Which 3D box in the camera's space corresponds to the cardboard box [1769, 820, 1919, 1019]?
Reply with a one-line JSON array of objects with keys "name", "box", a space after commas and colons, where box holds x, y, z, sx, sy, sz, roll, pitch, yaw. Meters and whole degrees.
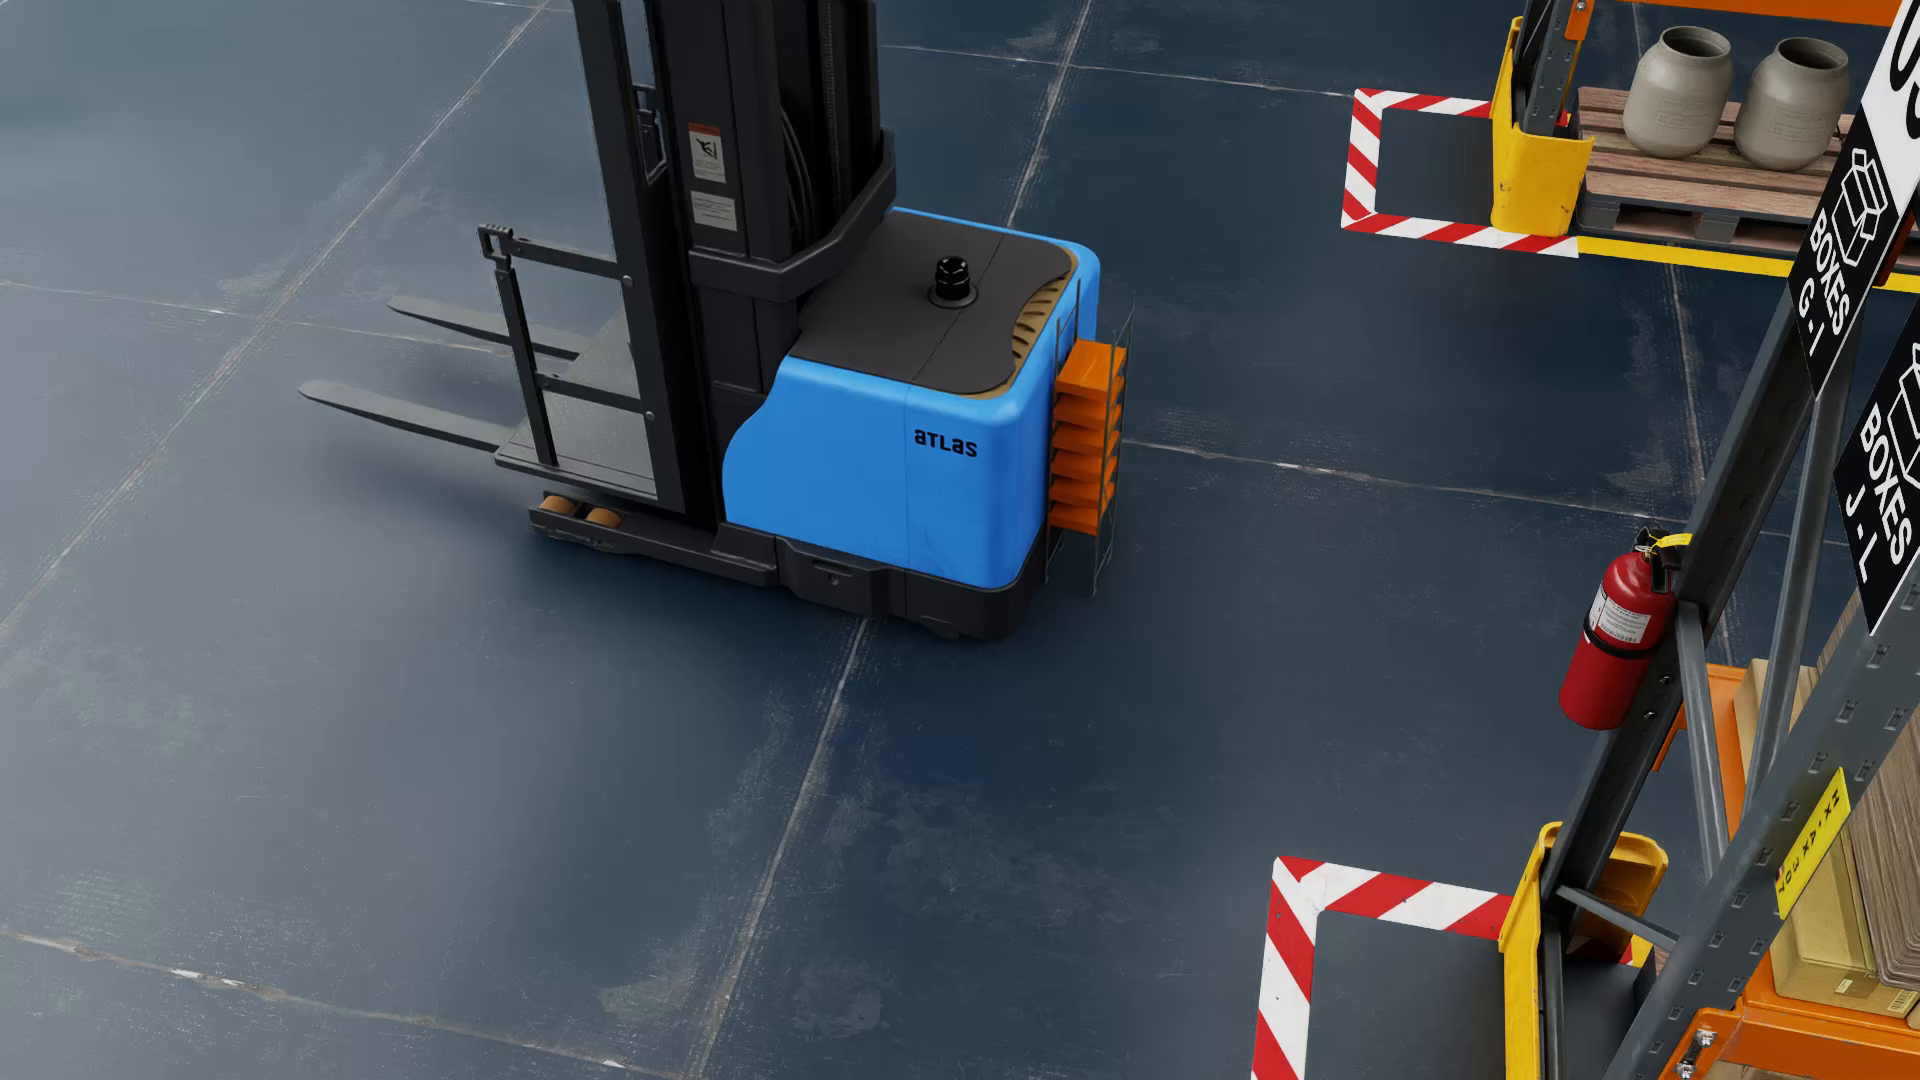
[{"name": "cardboard box", "box": [1.832, 0.772, 3.466, 0.250, 0.149, 0.380, 9, 45, 9]}]

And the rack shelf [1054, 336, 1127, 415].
[{"name": "rack shelf", "box": [0.435, -0.546, 5.497, 0.180, 0.103, 0.258, 14, 46, 14]}]

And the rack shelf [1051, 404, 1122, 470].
[{"name": "rack shelf", "box": [0.435, -0.373, 5.663, 0.180, 0.103, 0.258, 14, 46, 14]}]

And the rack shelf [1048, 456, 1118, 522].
[{"name": "rack shelf", "box": [0.435, -0.200, 5.829, 0.180, 0.103, 0.258, 14, 46, 14]}]

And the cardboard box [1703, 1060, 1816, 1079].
[{"name": "cardboard box", "box": [2.212, 1.333, 4.202, 0.500, 0.500, 0.500, 17, 46, 17]}]

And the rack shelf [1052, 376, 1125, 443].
[{"name": "rack shelf", "box": [0.435, -0.459, 5.580, 0.180, 0.103, 0.258, 14, 46, 14]}]

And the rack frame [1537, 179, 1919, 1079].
[{"name": "rack frame", "box": [1.606, 0.477, 3.591, 0.127, 3.000, 1.000, 9, 45, 9]}]

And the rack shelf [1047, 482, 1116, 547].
[{"name": "rack shelf", "box": [0.435, -0.113, 5.913, 0.180, 0.103, 0.258, 14, 46, 14]}]

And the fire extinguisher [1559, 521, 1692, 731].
[{"name": "fire extinguisher", "box": [1.595, 0.176, 3.960, 0.183, 0.674, 0.296, 9, 45, 9]}]

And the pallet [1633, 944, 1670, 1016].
[{"name": "pallet", "box": [2.465, 1.640, 4.393, 1.213, 0.211, 1.003, 9, 45, 9]}]

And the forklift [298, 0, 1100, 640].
[{"name": "forklift", "box": [-1.072, -1.339, 5.528, 3.031, 2.935, 1.130, 14, 46, 14]}]

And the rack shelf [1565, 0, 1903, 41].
[{"name": "rack shelf", "box": [4.639, -2.313, 7.008, 4.000, 0.370, 1.077, 9, 45, 9]}]

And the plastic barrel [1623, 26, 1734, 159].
[{"name": "plastic barrel", "box": [3.347, -2.082, 7.741, 0.421, 0.512, 0.421, 0, 44, 0]}]

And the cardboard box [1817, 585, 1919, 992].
[{"name": "cardboard box", "box": [2.137, 0.436, 3.347, 0.500, 0.500, 0.875, 9, 45, 9]}]

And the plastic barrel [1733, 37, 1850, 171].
[{"name": "plastic barrel", "box": [3.836, -2.006, 7.662, 0.421, 0.512, 0.421, 0, 44, 0]}]

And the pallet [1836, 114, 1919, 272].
[{"name": "pallet", "box": [4.751, -1.577, 7.737, 1.213, 0.211, 1.003, 9, 45, 9]}]

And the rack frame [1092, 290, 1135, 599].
[{"name": "rack frame", "box": [0.521, -0.296, 5.693, 0.006, 1.200, 0.240, 14, 46, 14]}]

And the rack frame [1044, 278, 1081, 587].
[{"name": "rack frame", "box": [0.349, -0.340, 5.738, 0.006, 1.200, 0.240, 14, 46, 14]}]

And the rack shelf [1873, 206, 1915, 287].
[{"name": "rack shelf", "box": [3.558, -0.041, 2.486, 4.000, 0.370, 1.077, 9, 45, 9]}]

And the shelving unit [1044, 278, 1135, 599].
[{"name": "shelving unit", "box": [0.435, -0.318, 5.715, 0.189, 1.200, 0.258, 14, 46, 14]}]

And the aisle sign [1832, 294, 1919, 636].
[{"name": "aisle sign", "box": [1.480, -0.266, 2.488, 0.004, 0.787, 0.394, 9, 45, 9]}]

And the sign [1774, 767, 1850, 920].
[{"name": "sign", "box": [1.488, 0.533, 2.909, 0.005, 0.325, 0.100, 9, 45, 9]}]

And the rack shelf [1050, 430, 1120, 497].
[{"name": "rack shelf", "box": [0.435, -0.286, 5.746, 0.180, 0.103, 0.258, 14, 46, 14]}]

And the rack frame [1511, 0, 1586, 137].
[{"name": "rack frame", "box": [2.688, -2.875, 7.073, 0.127, 3.000, 1.000, 9, 45, 9]}]

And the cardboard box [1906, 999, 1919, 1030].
[{"name": "cardboard box", "box": [2.072, 0.823, 3.413, 0.250, 0.149, 0.380, 9, 45, 9]}]

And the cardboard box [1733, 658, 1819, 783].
[{"name": "cardboard box", "box": [1.929, 0.471, 3.778, 0.250, 0.149, 0.380, 9, 45, 9]}]

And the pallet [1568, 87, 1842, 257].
[{"name": "pallet", "box": [3.564, -1.764, 7.930, 1.213, 0.211, 1.003, 9, 45, 9]}]

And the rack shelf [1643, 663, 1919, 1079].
[{"name": "rack shelf", "box": [3.558, 1.039, 3.526, 4.000, 0.370, 1.077, 9, 45, 9]}]

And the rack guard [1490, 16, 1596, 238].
[{"name": "rack guard", "box": [2.772, -1.994, 7.961, 0.348, 0.500, 1.175, 9, 45, 9]}]

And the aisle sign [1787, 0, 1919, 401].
[{"name": "aisle sign", "box": [1.611, -0.672, 2.910, 0.004, 0.787, 0.394, 9, 45, 9]}]

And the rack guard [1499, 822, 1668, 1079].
[{"name": "rack guard", "box": [1.680, 1.389, 4.446, 0.348, 0.500, 1.175, 9, 45, 9]}]
